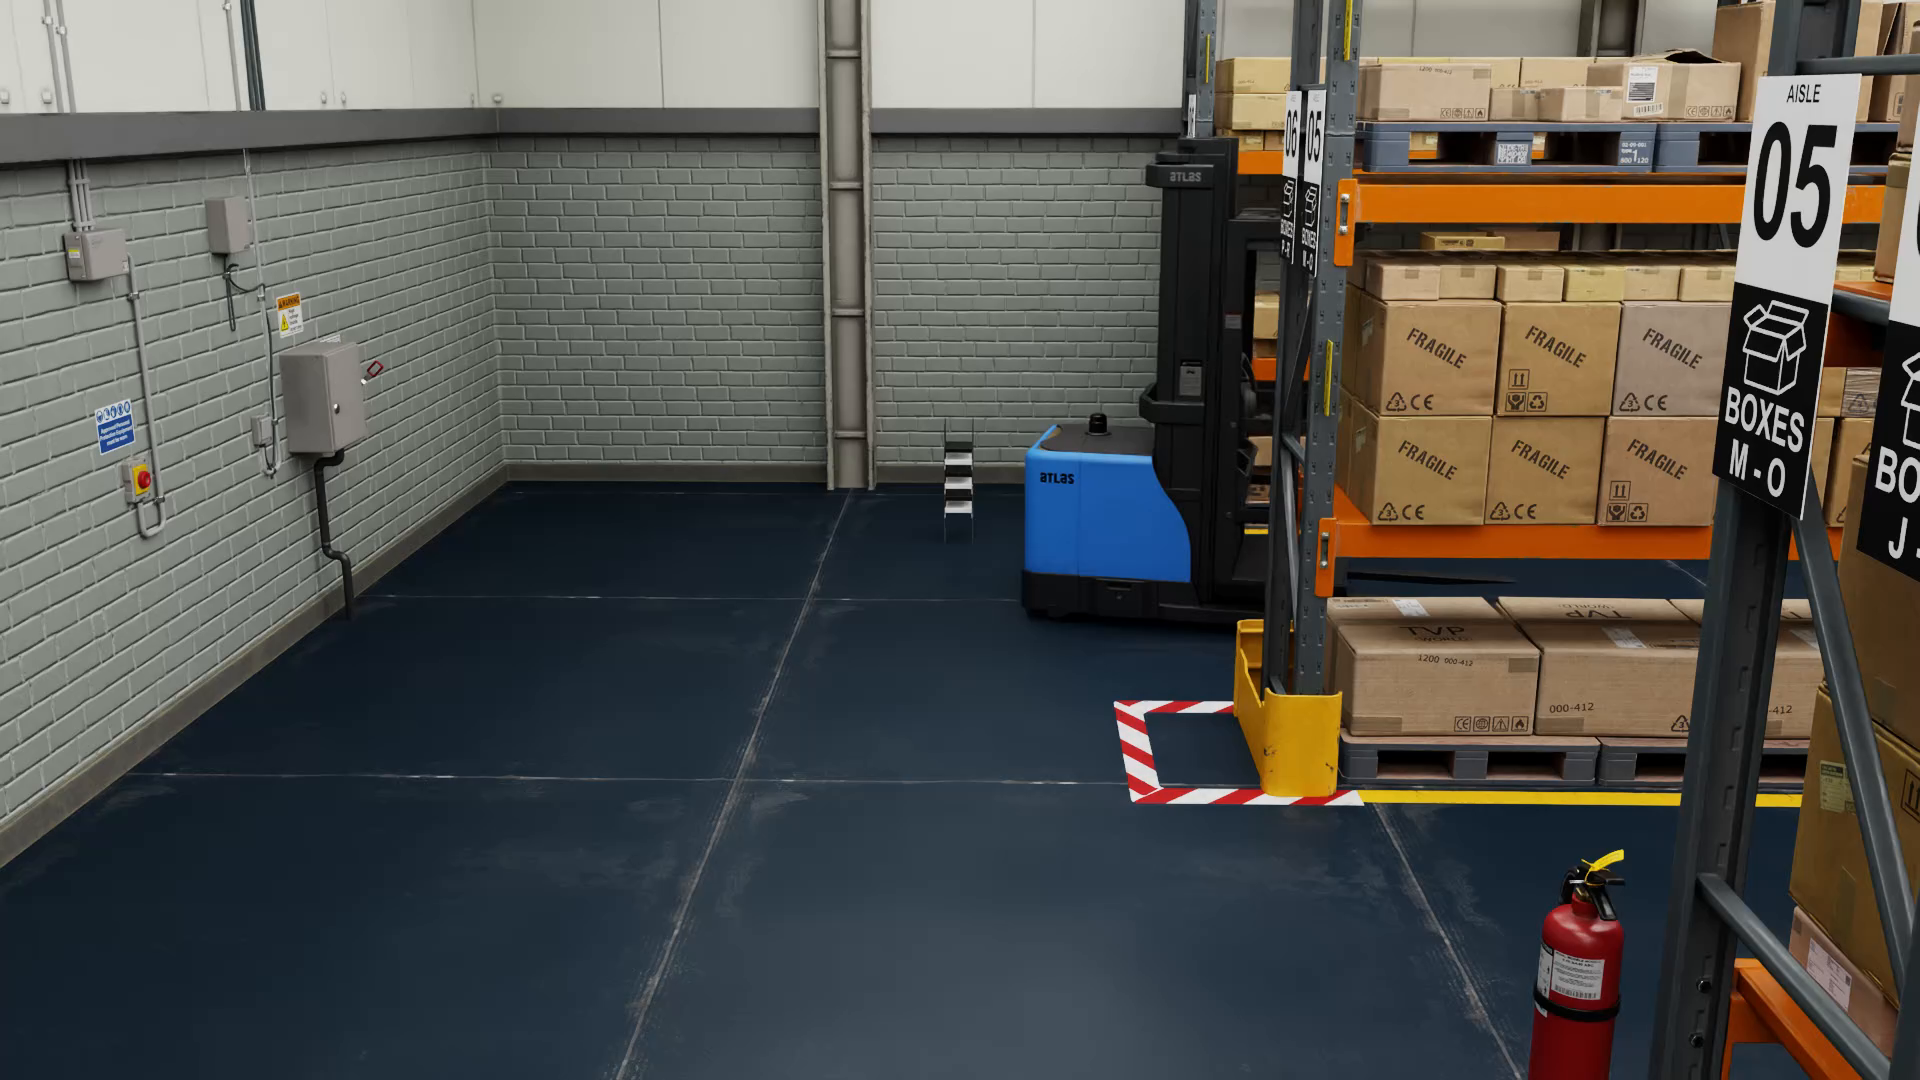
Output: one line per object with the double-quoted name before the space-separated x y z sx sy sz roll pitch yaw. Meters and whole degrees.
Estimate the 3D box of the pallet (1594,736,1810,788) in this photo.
"pallet" 3.655 0.946 8.342 1.213 0.211 1.003 0 15 1

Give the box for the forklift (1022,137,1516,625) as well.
"forklift" 1.962 -0.959 10.229 3.031 2.935 1.130 3 15 13

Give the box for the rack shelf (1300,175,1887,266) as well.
"rack shelf" 3.636 -1.486 7.623 4.000 0.370 1.077 0 15 1

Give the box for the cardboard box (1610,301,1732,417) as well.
"cardboard box" 3.141 -0.850 7.524 0.500 0.500 0.500 0 15 1

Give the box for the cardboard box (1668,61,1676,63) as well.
"cardboard box" 5.248 -3.342 11.977 0.500 0.250 0.500 0 15 2

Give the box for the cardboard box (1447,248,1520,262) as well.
"cardboard box" 2.515 -1.315 8.016 0.250 0.149 0.380 0 15 1

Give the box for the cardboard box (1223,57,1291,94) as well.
"cardboard box" 2.197 -3.359 12.042 0.500 0.250 0.500 0 15 1

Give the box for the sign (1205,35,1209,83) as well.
"sign" 1.746 -3.397 11.742 0.005 0.325 0.100 0 15 1

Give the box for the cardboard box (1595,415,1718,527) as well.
"cardboard box" 3.124 -0.364 7.645 0.500 0.500 0.500 0 15 1

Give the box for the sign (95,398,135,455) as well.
"sign" -4.063 -0.546 8.000 0.001 0.218 0.327 0 15 1

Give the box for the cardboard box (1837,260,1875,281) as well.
"cardboard box" 4.043 -1.161 7.434 0.250 0.149 0.380 0 15 0

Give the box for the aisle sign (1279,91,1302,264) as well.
"aisle sign" 1.573 -1.733 7.933 0.004 0.787 0.394 0 15 1

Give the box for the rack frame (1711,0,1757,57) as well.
"rack frame" 5.759 -4.537 11.897 0.127 3.000 1.000 0 15 1

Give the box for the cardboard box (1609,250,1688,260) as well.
"cardboard box" 3.278 -1.296 7.946 0.250 0.149 0.380 1 15 3

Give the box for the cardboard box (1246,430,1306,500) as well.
"cardboard box" 2.369 -0.630 12.919 0.637 0.503 0.797 0 15 -1

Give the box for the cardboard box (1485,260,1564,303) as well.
"cardboard box" 2.505 -1.155 7.408 0.250 0.149 0.380 1 15 3

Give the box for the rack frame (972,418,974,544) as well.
"rack frame" 0.094 -0.435 12.223 0.006 0.900 0.240 0 15 1

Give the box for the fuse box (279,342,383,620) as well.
"fuse box" -3.801 -0.339 10.271 0.414 1.711 0.539 0 15 1

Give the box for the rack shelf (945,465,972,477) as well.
"rack shelf" -0.008 -0.490 12.211 0.200 0.077 0.258 0 15 1

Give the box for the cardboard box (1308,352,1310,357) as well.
"cardboard box" 2.600 -1.486 12.585 0.250 0.149 0.380 0 15 1

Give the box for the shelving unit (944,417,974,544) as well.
"shelving unit" -0.008 -0.435 12.225 0.210 0.900 0.258 0 15 1

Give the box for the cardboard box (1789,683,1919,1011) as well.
"cardboard box" 2.067 0.612 3.363 0.500 0.500 0.500 1 15 3

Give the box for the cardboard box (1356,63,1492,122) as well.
"cardboard box" 2.089 -2.046 7.609 0.500 0.250 0.500 -1 15 -4

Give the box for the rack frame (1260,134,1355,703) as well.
"rack frame" 1.637 -0.397 7.963 0.127 3.000 1.000 0 15 1

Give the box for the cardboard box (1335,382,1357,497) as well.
"cardboard box" 2.126 -0.509 8.194 0.500 0.500 0.500 0 15 2

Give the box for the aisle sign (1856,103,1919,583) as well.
"aisle sign" 1.531 -0.314 2.556 0.004 0.787 0.394 0 15 1

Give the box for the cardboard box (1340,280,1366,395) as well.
"cardboard box" 2.125 -0.986 8.041 0.500 0.500 0.500 1 15 3

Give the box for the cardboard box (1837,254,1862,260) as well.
"cardboard box" 4.048 -1.280 7.883 0.250 0.149 0.380 0 15 1

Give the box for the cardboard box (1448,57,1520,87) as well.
"cardboard box" 3.717 -3.350 12.009 0.500 0.250 0.500 1 15 3

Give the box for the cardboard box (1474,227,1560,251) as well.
"cardboard box" 4.277 -2.148 12.842 0.500 0.500 0.500 0 15 0

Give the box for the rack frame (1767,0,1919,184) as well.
"rack frame" 1.611 -2.034 2.410 0.127 3.000 1.000 0 15 1

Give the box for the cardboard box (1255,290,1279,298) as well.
"cardboard box" 2.226 -1.798 12.987 0.500 0.250 0.500 1 15 3

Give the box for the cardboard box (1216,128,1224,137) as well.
"cardboard box" 2.086 -3.048 12.626 0.250 0.149 0.380 1 15 3

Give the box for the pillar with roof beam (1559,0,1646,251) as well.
"pillar with roof beam" 4.976 -3.674 8.624 0.400 9.000 9.100 0 15 1

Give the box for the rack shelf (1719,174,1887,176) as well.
"rack shelf" 7.758 -2.726 12.322 4.000 0.370 1.077 0 15 1

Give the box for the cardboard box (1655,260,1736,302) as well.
"cardboard box" 3.281 -1.157 7.417 0.250 0.149 0.380 1 15 2

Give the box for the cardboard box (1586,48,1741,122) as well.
"cardboard box" 3.132 -2.033 7.440 0.500 0.311 0.500 1 15 2

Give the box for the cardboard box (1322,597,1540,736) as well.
"cardboard box" 2.299 0.618 8.316 0.875 0.438 0.875 0 15 0

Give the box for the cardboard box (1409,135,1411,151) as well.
"cardboard box" 3.100 -2.901 12.069 0.250 0.149 0.380 0 15 1

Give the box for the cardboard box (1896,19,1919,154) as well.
"cardboard box" 2.078 -0.815 2.983 0.500 0.250 0.500 0 15 0

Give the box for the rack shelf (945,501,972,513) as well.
"rack shelf" -0.008 -0.229 12.280 0.200 0.077 0.258 0 15 1

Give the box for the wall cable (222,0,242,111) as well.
"wall cable" -4.035 -3.454 7.793 0.029 3.000 2.355 0 15 1

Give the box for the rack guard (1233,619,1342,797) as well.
"rack guard" 1.613 0.812 8.282 0.348 0.500 1.175 0 15 1
